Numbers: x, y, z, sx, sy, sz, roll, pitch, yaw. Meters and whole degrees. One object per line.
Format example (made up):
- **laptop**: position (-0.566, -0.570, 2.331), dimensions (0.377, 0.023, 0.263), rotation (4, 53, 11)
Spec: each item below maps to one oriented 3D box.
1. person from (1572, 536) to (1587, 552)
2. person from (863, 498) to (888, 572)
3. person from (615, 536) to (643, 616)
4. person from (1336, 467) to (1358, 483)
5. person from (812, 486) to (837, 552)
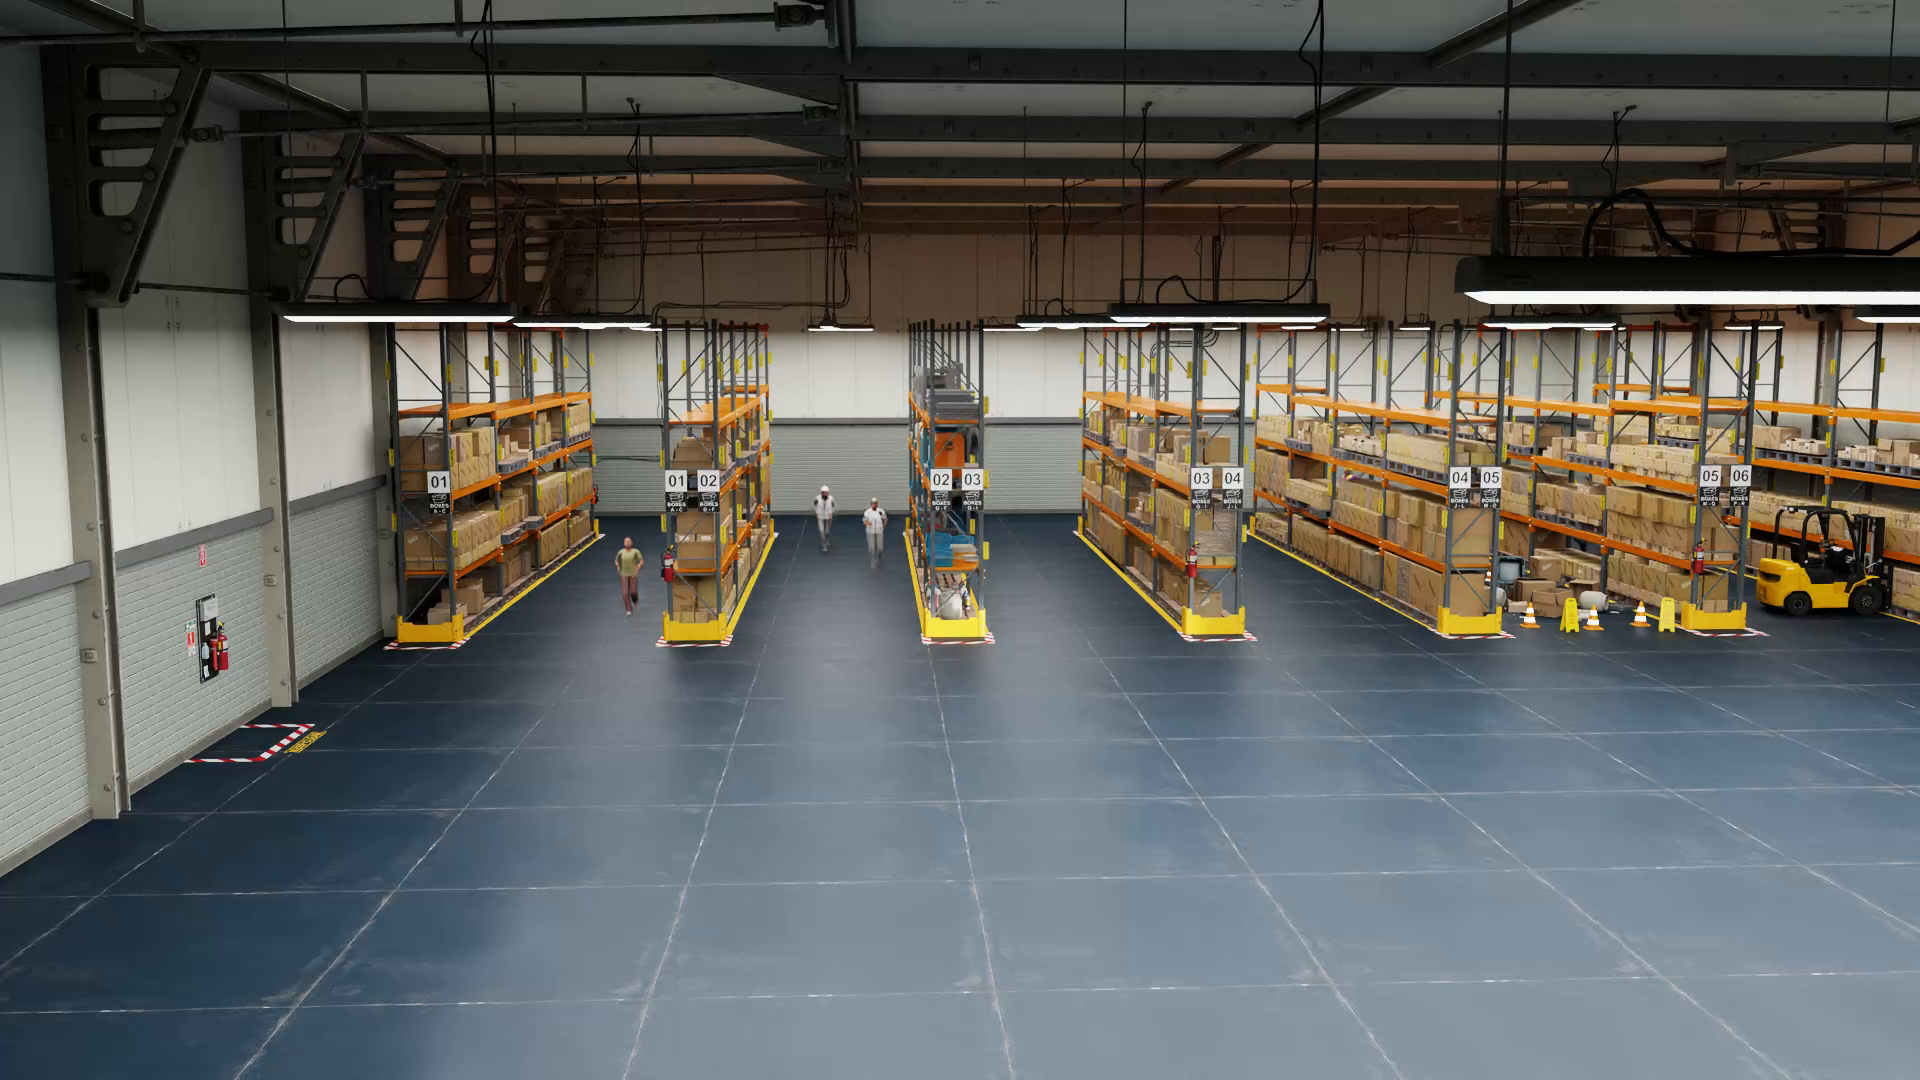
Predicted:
- **person**: position (16.254, -0.468, 43.409), dimensions (0.656, 1.673, 0.604), rotation (-2, 7, -15)
- **person**: position (-1.960, -0.106, 38.619), dimensions (0.587, 1.732, 0.610), rotation (-1, 7, -6)
- **person**: position (-6.764, 0.726, 33.966), dimensions (0.577, 1.620, 0.566), rotation (0, 7, -4)
- **person**: position (11.652, -1.342, 50.113), dimensions (0.730, 1.822, 0.674), rotation (-3, 8, -22)
- **person**: position (-3.611, -0.596, 44.239), dimensions (0.665, 1.742, 0.979), rotation (0, 7, -3)
